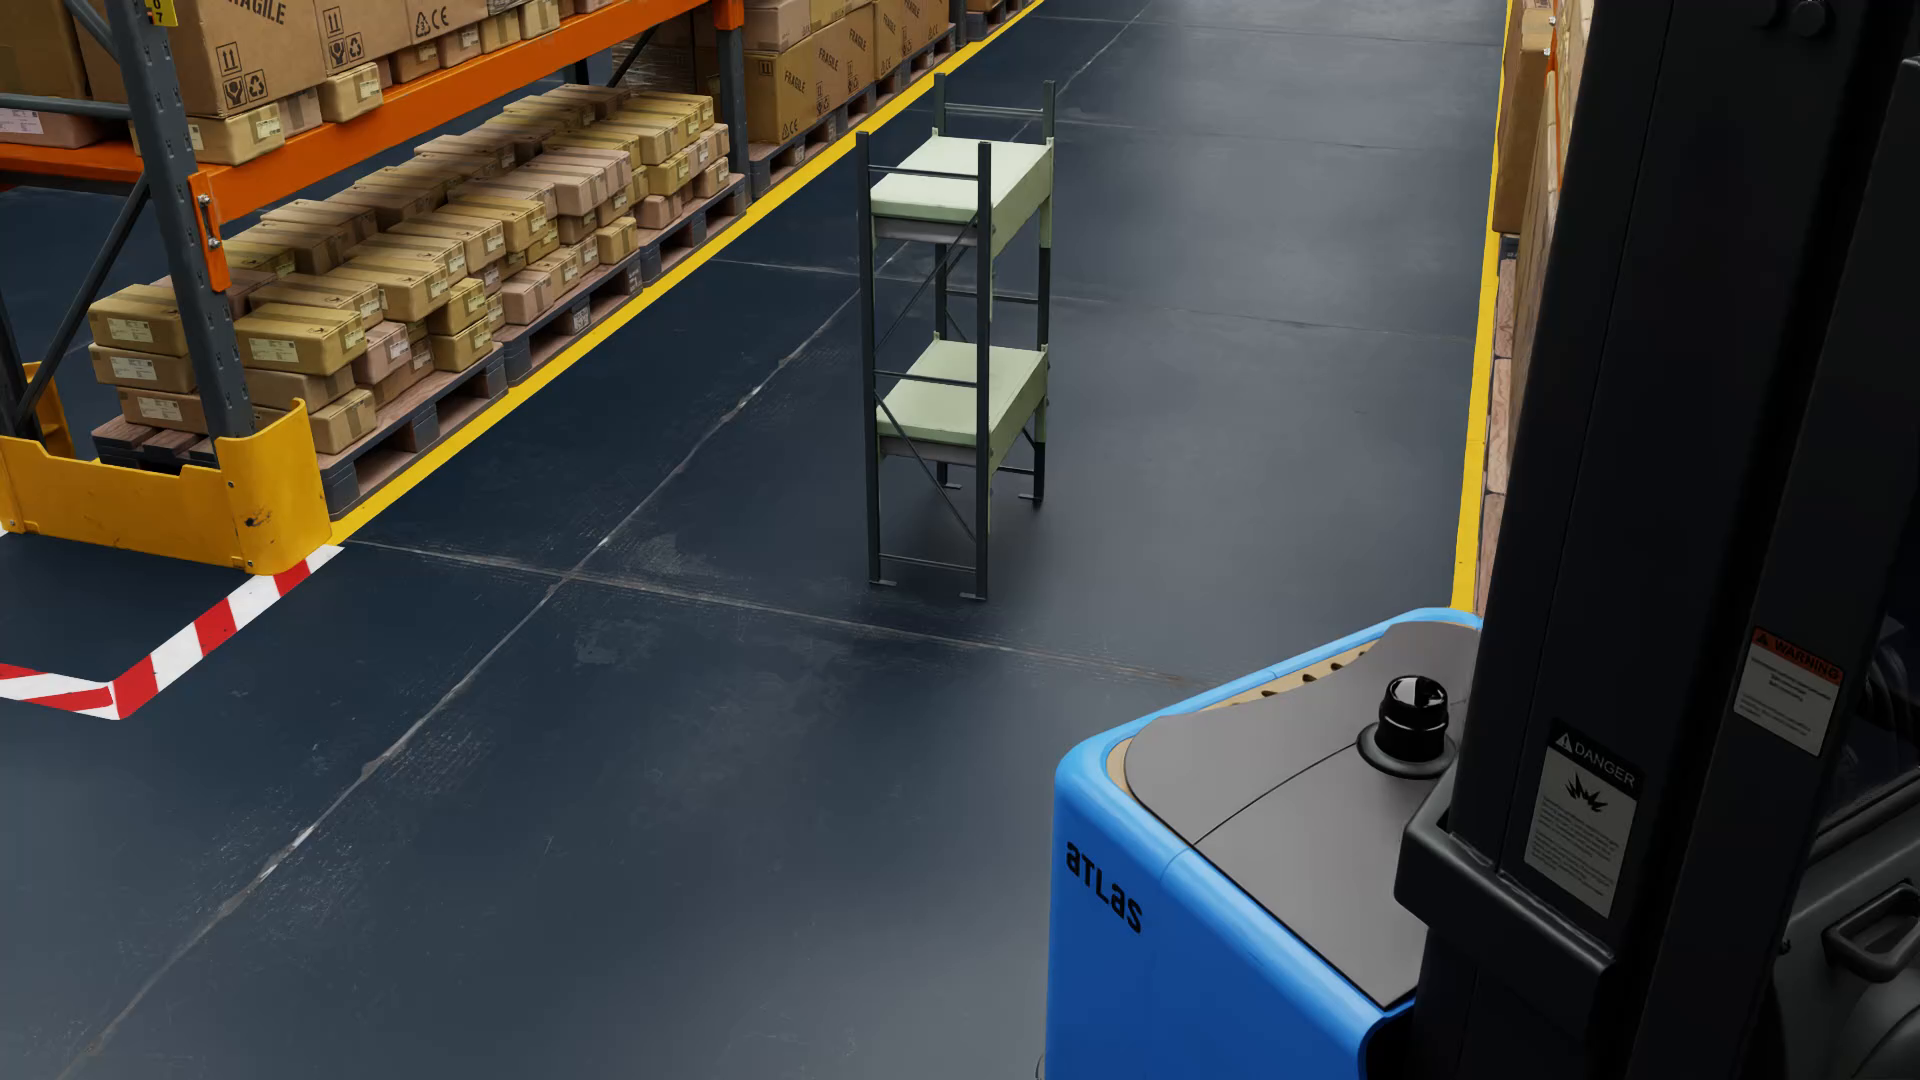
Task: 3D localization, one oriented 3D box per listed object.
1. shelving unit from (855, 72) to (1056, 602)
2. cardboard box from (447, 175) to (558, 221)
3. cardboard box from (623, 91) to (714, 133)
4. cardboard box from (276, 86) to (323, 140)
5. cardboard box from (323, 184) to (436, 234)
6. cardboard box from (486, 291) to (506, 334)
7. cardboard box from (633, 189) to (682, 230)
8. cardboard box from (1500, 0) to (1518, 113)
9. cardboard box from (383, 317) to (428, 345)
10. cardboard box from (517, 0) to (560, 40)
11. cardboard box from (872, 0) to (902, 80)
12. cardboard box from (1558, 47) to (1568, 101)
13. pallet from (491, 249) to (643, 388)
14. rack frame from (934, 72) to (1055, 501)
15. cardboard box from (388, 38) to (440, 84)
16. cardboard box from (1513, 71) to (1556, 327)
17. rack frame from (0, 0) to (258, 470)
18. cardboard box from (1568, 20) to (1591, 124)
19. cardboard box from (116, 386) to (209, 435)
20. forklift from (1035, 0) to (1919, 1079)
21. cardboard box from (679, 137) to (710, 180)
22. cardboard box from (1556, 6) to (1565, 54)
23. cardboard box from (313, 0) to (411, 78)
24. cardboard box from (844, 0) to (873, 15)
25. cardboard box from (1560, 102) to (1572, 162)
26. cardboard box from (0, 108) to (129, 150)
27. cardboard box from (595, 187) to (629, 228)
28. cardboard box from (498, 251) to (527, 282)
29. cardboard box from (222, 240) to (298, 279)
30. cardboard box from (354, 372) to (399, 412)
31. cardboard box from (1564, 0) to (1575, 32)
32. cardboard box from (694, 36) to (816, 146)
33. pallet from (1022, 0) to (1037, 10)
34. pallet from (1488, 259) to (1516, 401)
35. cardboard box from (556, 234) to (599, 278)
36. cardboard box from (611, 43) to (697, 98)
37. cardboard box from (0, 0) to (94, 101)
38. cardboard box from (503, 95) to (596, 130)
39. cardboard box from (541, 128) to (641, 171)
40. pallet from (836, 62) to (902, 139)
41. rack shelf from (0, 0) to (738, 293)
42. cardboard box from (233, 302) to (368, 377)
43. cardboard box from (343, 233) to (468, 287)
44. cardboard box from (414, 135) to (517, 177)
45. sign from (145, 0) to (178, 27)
[{"bbox_3d":[0.002,-0.659,5.391,0.431,1.500,0.755,8,30,15],"label":"shelving unit"},{"bbox_3d":[-1.967,-1.449,7.157,0.380,0.149,0.250,9,30,15],"label":"cardboard box"},{"bbox_3d":[-1.477,-2.165,8.445,0.380,0.149,0.250,9,30,16],"label":"cardboard box"},{"bbox_3d":[-2.352,-1.429,5.492,0.380,0.149,0.250,10,30,17],"label":"cardboard box"},{"bbox_3d":[-2.454,-1.389,7.049,0.380,0.149,0.250,7,30,13],"label":"cardboard box"},{"bbox_3d":[-2.107,-0.931,6.839,0.380,0.149,0.250,9,30,15],"label":"cardboard box"},{"bbox_3d":[-1.583,-1.636,8.106,0.380,0.149,0.250,7,30,13],"label":"cardboard box"},{"bbox_3d":[3.773,-2.798,9.448,1.225,0.875,0.875,9,30,15],"label":"cardboard box"},{"bbox_3d":[-2.275,-0.831,6.353,0.380,0.149,0.250,9,30,16],"label":"cardboard box"},{"bbox_3d":[-1.872,-2.157,6.801,0.380,0.149,0.250,9,30,16],"label":"cardboard box"},{"bbox_3d":[-0.686,-3.288,10.714,0.500,0.500,0.500,7,30,13],"label":"cardboard box"},{"bbox_3d":[2.306,-1.613,5.822,0.380,0.149,0.250,9,30,15],"label":"cardboard box"},{"bbox_3d":[-2.141,-1.065,7.448,1.003,0.211,1.213,8,30,15],"label":"pallet"},{"bbox_3d":[0.109,-0.829,5.697,0.400,1.500,0.023,8,30,15],"label":"rack frame"},{"bbox_3d":[-2.174,-1.809,6.175,0.380,0.149,0.250,8,30,14],"label":"cardboard box"},{"bbox_3d":[2.820,-1.375,6.890,0.875,0.875,0.875,8,30,15],"label":"cardboard box"},{"bbox_3d":[-2.796,-1.311,5.021,1.000,3.000,0.127,8,30,15],"label":"rack frame"},{"bbox_3d":[2.103,-1.356,4.950,0.500,0.250,0.500,7,30,13],"label":"cardboard box"},{"bbox_3d":[-2.840,-0.523,6.105,0.380,0.149,0.250,9,30,16],"label":"cardboard box"},{"bbox_3d":[1.365,0.500,1.837,1.130,2.935,3.031,-17,33,-28],"label":"forklift"},{"bbox_3d":[-1.478,-1.918,8.307,0.380,0.149,0.250,7,30,12],"label":"cardboard box"},{"bbox_3d":[2.532,-1.971,6.466,0.380,0.149,0.250,9,30,17],"label":"cardboard box"},{"bbox_3d":[-2.267,-1.906,5.682,0.500,0.500,0.500,9,30,15],"label":"cardboard box"},{"bbox_3d":[-0.844,-3.379,10.106,0.500,0.250,0.500,10,31,17],"label":"cardboard box"},{"bbox_3d":[2.080,-1.254,5.178,0.380,0.149,0.250,9,30,15],"label":"cardboard box"},{"bbox_3d":[-2.970,-1.393,5.427,0.380,0.149,0.250,9,30,15],"label":"cardboard box"},{"bbox_3d":[-1.763,-1.567,7.677,0.380,0.149,0.250,9,30,16],"label":"cardboard box"},{"bbox_3d":[-2.069,-1.204,7.023,0.380,0.149,0.250,10,31,17],"label":"cardboard box"},{"bbox_3d":[-2.799,-1.038,6.419,0.380,0.149,0.250,8,30,14],"label":"cardboard box"},{"bbox_3d":[-2.337,-0.580,6.207,0.380,0.149,0.250,8,30,15],"label":"cardboard box"},{"bbox_3d":[2.551,-2.068,6.231,0.500,0.250,0.500,8,30,15],"label":"cardboard box"},{"bbox_3d":[-1.151,-2.567,9.418,0.500,0.500,0.500,10,31,17],"label":"cardboard box"},{"bbox_3d":[0.216,-4.731,14.037,1.003,0.211,1.213,8,30,15],"label":"pallet"},{"bbox_3d":[2.792,-0.854,7.069,1.003,0.211,1.213,8,30,15],"label":"pallet"},{"bbox_3d":[-1.855,-1.284,7.473,0.380,0.149,0.250,9,30,16],"label":"cardboard box"},{"bbox_3d":[-1.645,-2.641,9.551,0.500,0.500,0.500,8,30,14],"label":"cardboard box"},{"bbox_3d":[-2.910,-1.730,5.366,0.500,0.500,0.500,9,30,16],"label":"cardboard box"},{"bbox_3d":[-2.058,-2.117,8.359,0.380,0.149,0.250,10,31,17],"label":"cardboard box"},{"bbox_3d":[-1.731,-1.815,7.815,0.380,0.149,0.250,9,30,17],"label":"cardboard box"},{"bbox_3d":[-1.038,-2.882,10.714,1.003,0.211,1.213,8,30,15],"label":"pallet"},{"bbox_3d":[-2.209,-1.926,6.867,1.077,0.370,4.000,8,30,15],"label":"rack shelf"},{"bbox_3d":[-2.317,-0.704,5.818,0.380,0.149,0.250,7,30,13],"label":"cardboard box"},{"bbox_3d":[-2.161,-1.075,6.485,0.380,0.149,0.250,7,30,12],"label":"cardboard box"},{"bbox_3d":[-2.293,-1.762,7.720,0.380,0.149,0.250,9,30,16],"label":"cardboard box"},{"bbox_3d":[-2.277,-1.612,4.672,0.100,0.325,0.005,8,30,15],"label":"sign"}]
